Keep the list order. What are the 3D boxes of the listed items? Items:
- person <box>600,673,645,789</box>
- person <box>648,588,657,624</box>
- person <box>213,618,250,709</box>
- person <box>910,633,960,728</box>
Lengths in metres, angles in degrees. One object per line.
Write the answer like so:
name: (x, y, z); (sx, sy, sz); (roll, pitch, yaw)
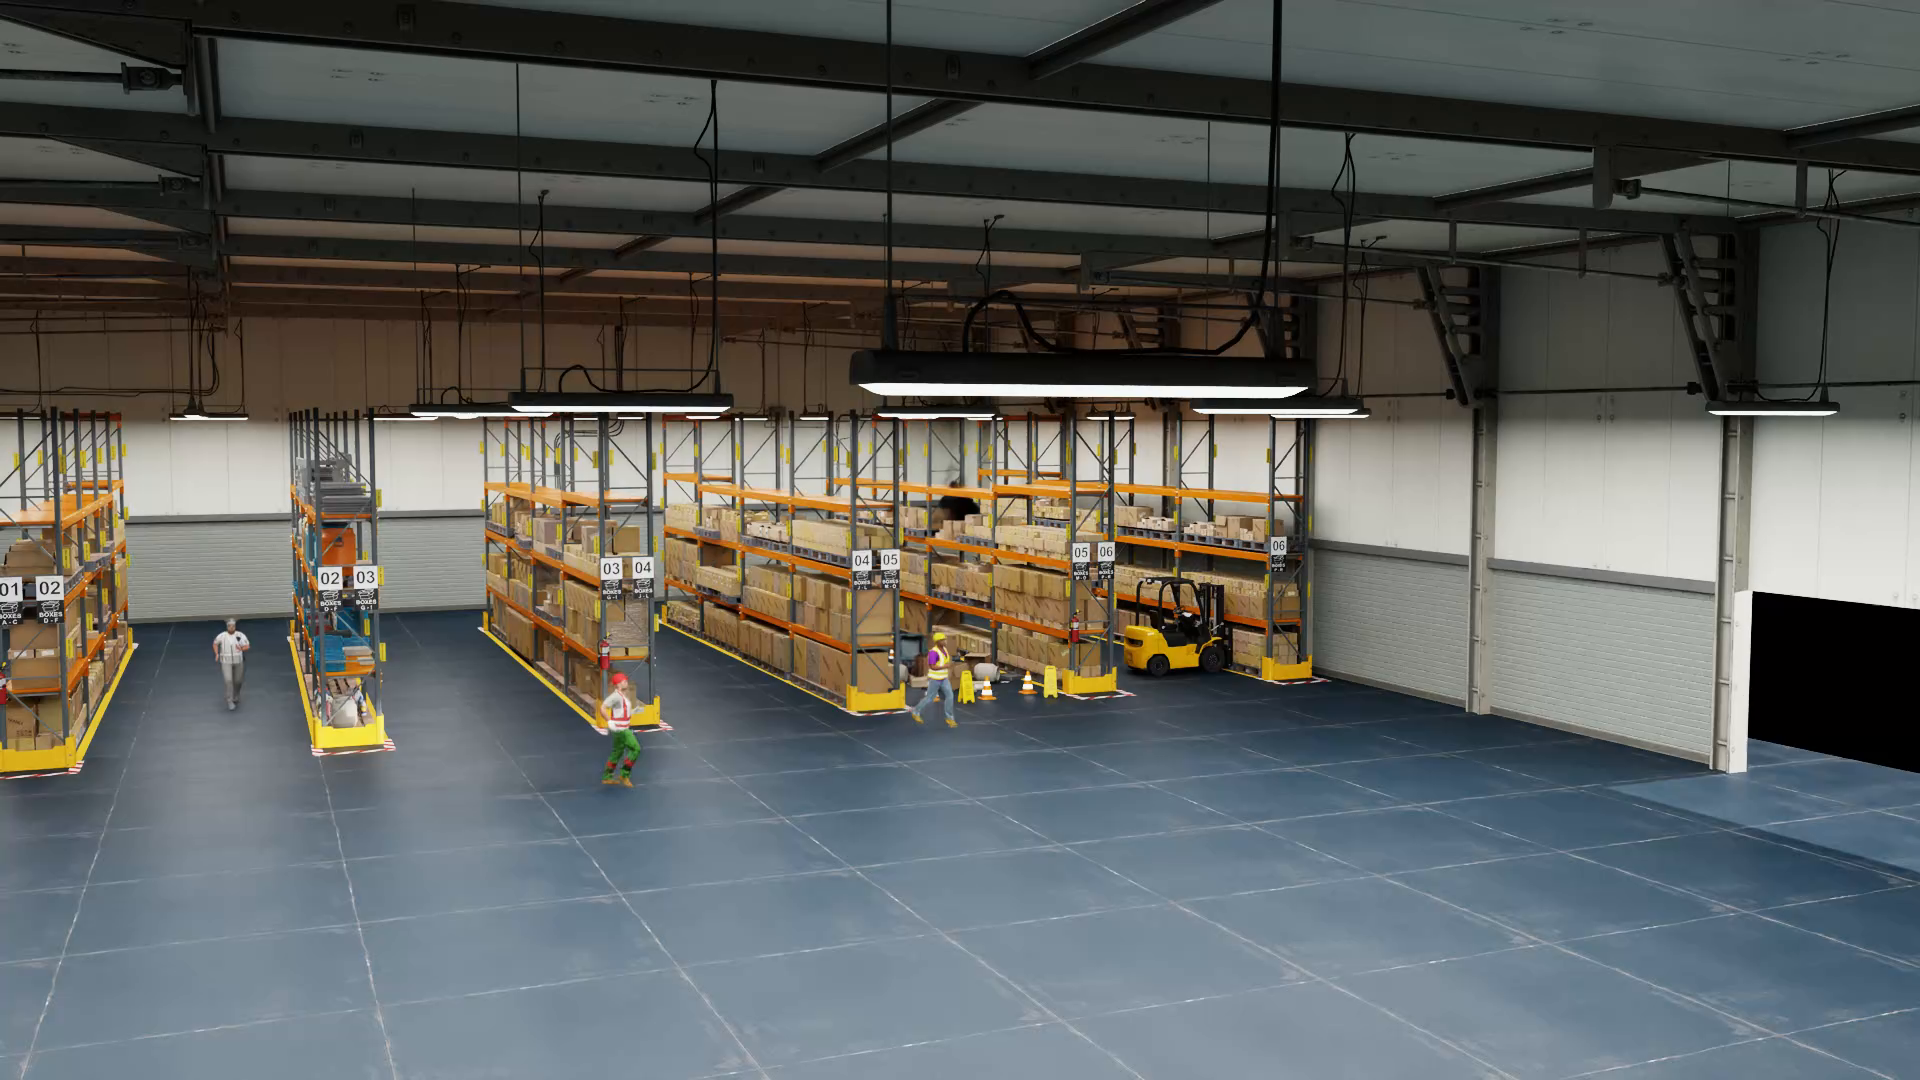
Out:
person: (-5.296, 2.998, 26.130); (0.688, 1.809, 0.650); (0, 4, -6)
person: (-8.497, 1.764, 44.686); (0.654, 1.712, 0.807); (-2, 5, -31)
person: (-14.692, 2.462, 33.572); (0.660, 1.774, 0.965); (-2, 5, -30)
person: (-0.453, 2.640, 31.409); (0.941, 1.805, 0.710); (2, 5, 30)
